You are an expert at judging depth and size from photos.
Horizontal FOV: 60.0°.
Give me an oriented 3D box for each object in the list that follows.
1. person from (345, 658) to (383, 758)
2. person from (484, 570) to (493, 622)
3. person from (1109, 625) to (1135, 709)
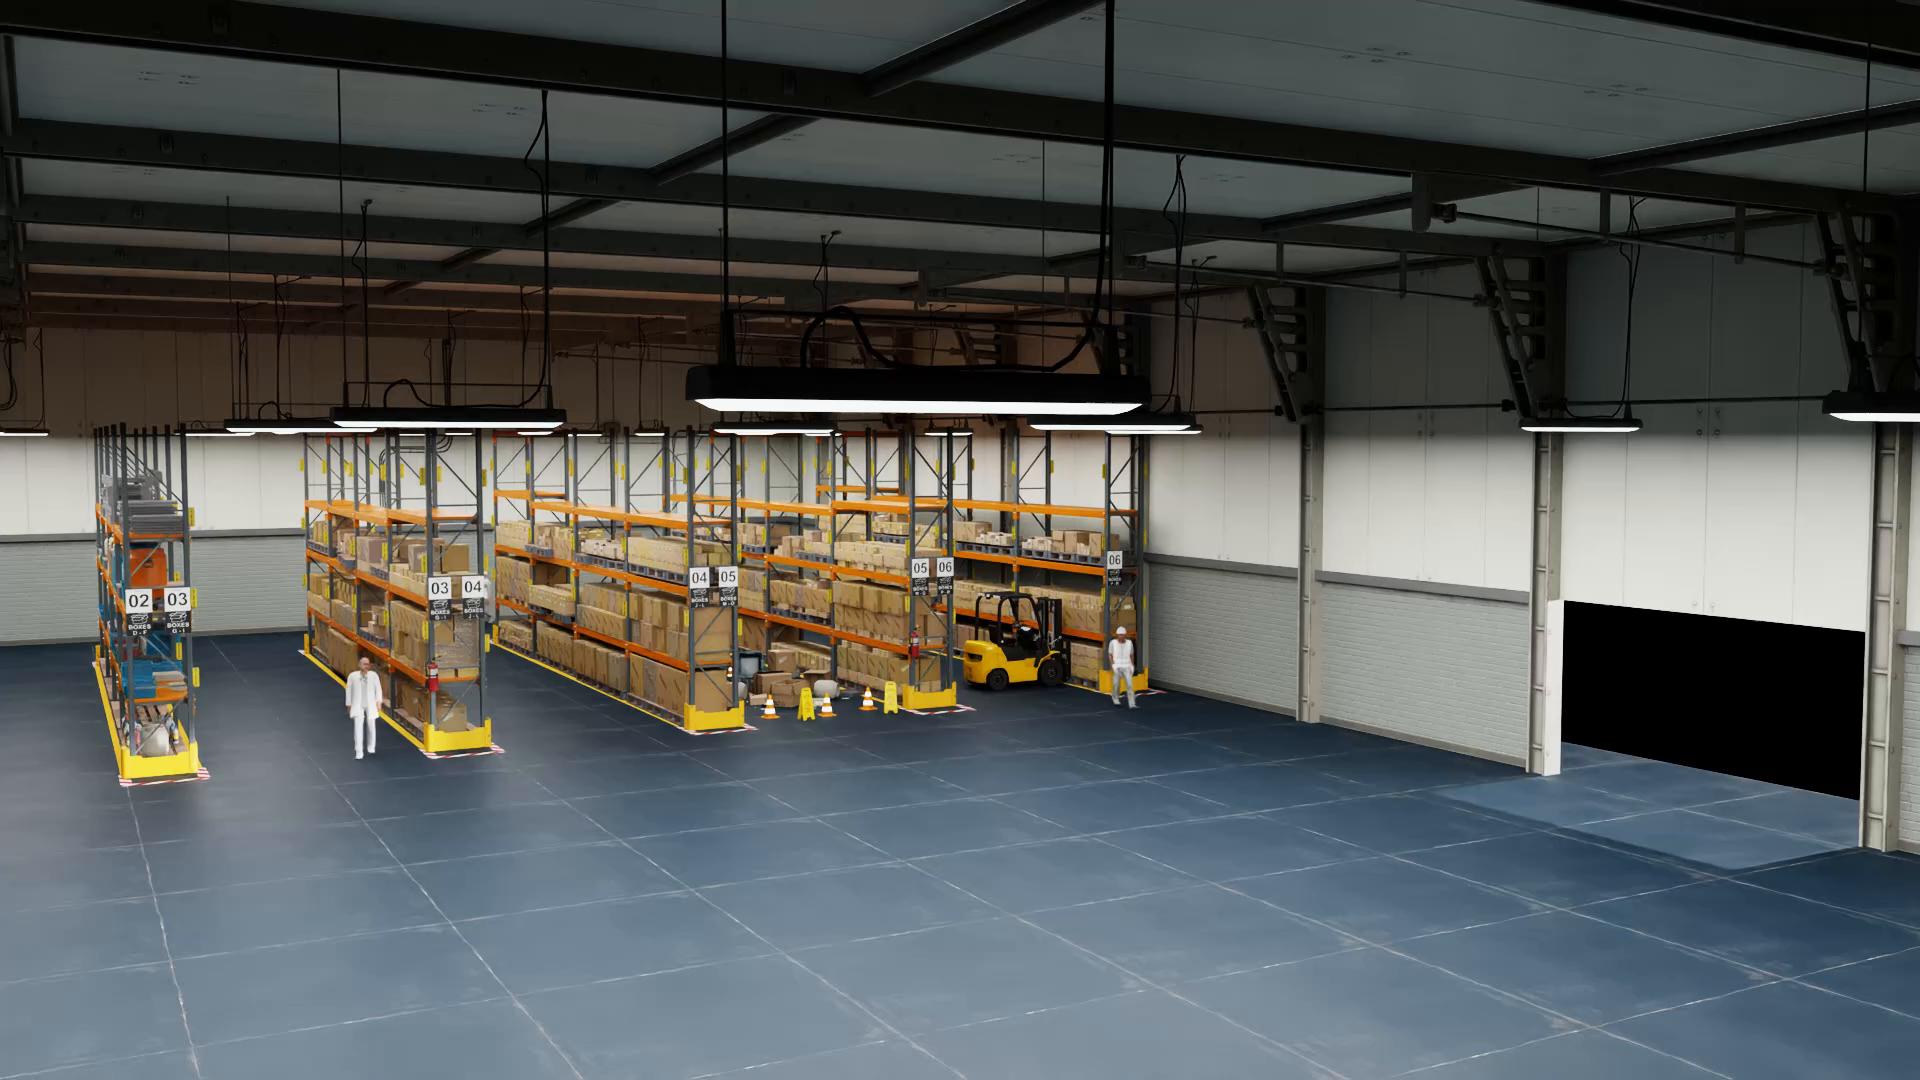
[{"bbox_3d":[-10.807,3.032,30.232,0.598,1.761,0.770,-3,5,-42],"label":"person"},{"bbox_3d":[-14.586,1.761,50.862,0.604,1.774,0.542,2,4,28],"label":"person"},{"bbox_3d":[3.490,2.701,35.462,0.615,1.785,0.601,2,4,28],"label":"person"}]
